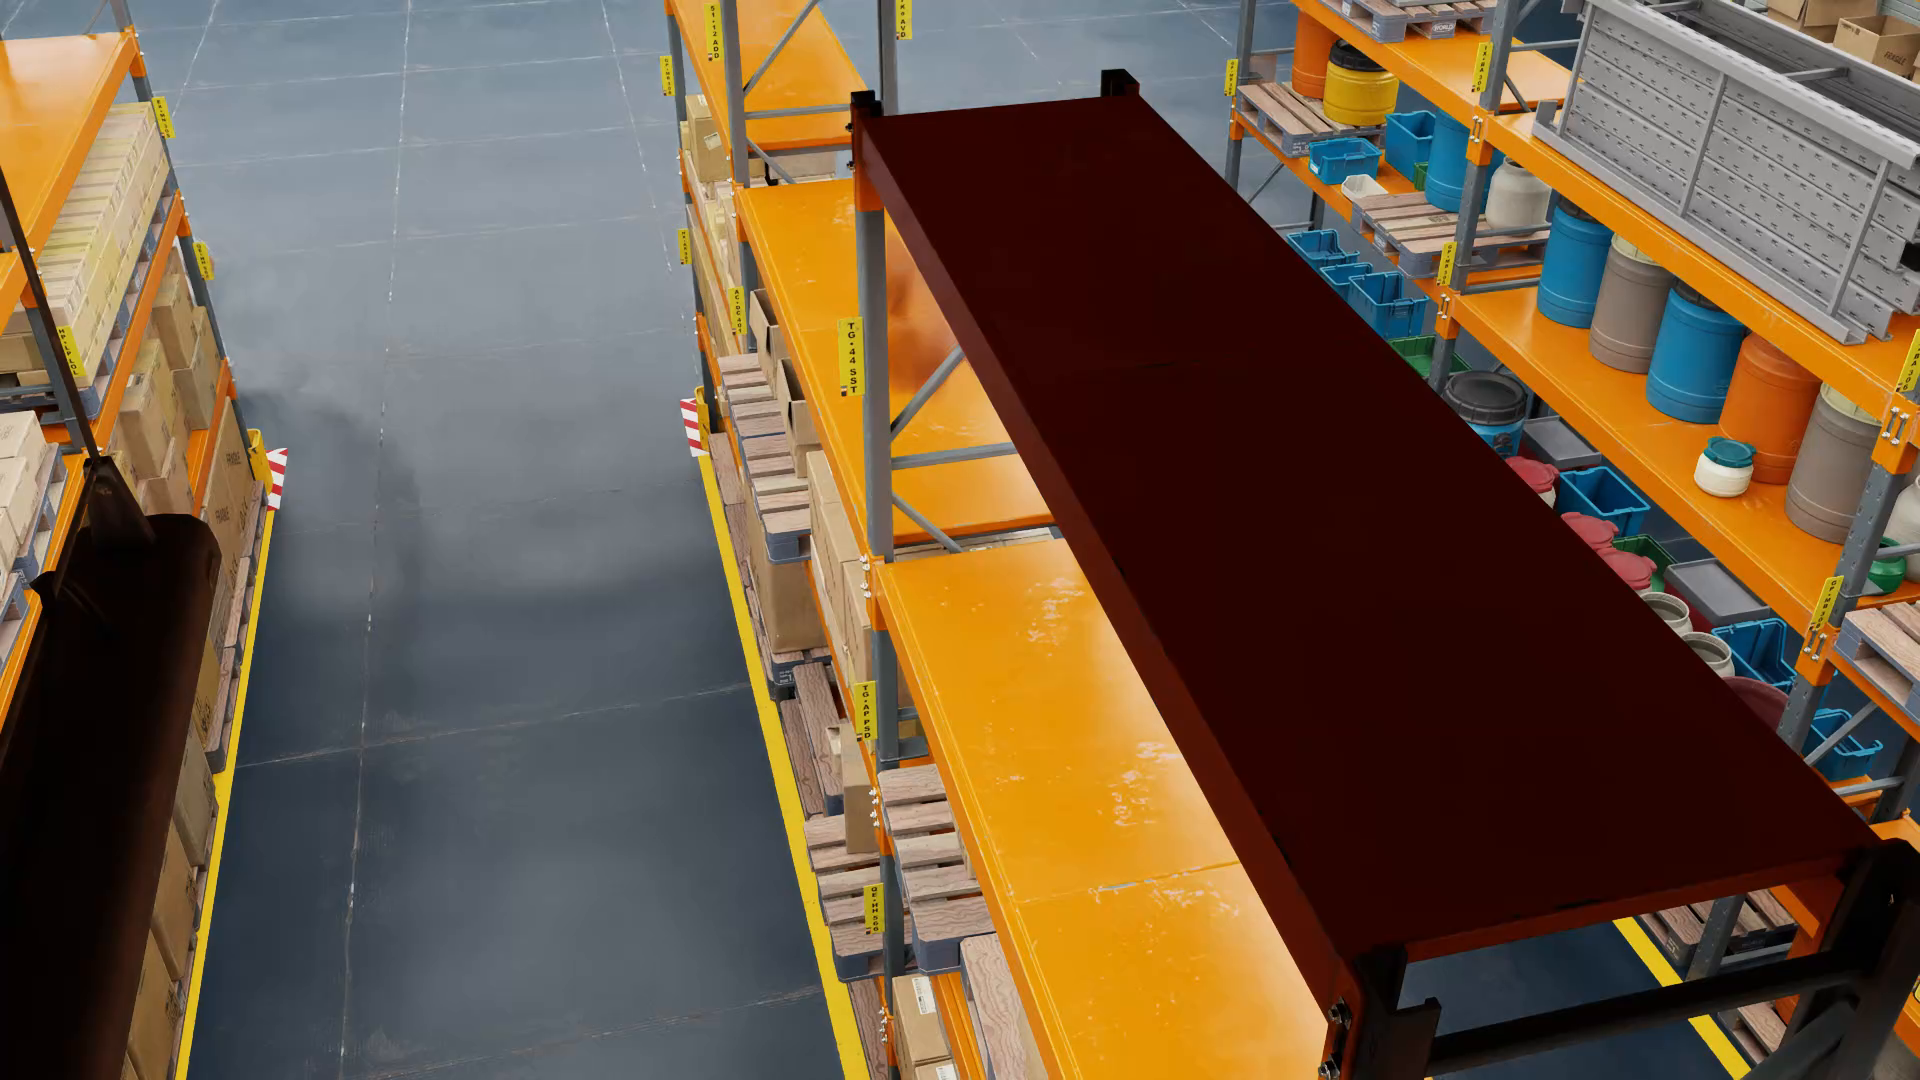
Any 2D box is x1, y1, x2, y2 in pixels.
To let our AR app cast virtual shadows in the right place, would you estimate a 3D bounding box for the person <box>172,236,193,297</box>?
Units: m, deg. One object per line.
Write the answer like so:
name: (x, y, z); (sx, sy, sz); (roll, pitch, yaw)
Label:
person: (-7.482, -2.279, 15.878); (0.690, 1.764, 0.675); (22, 40, 28)
